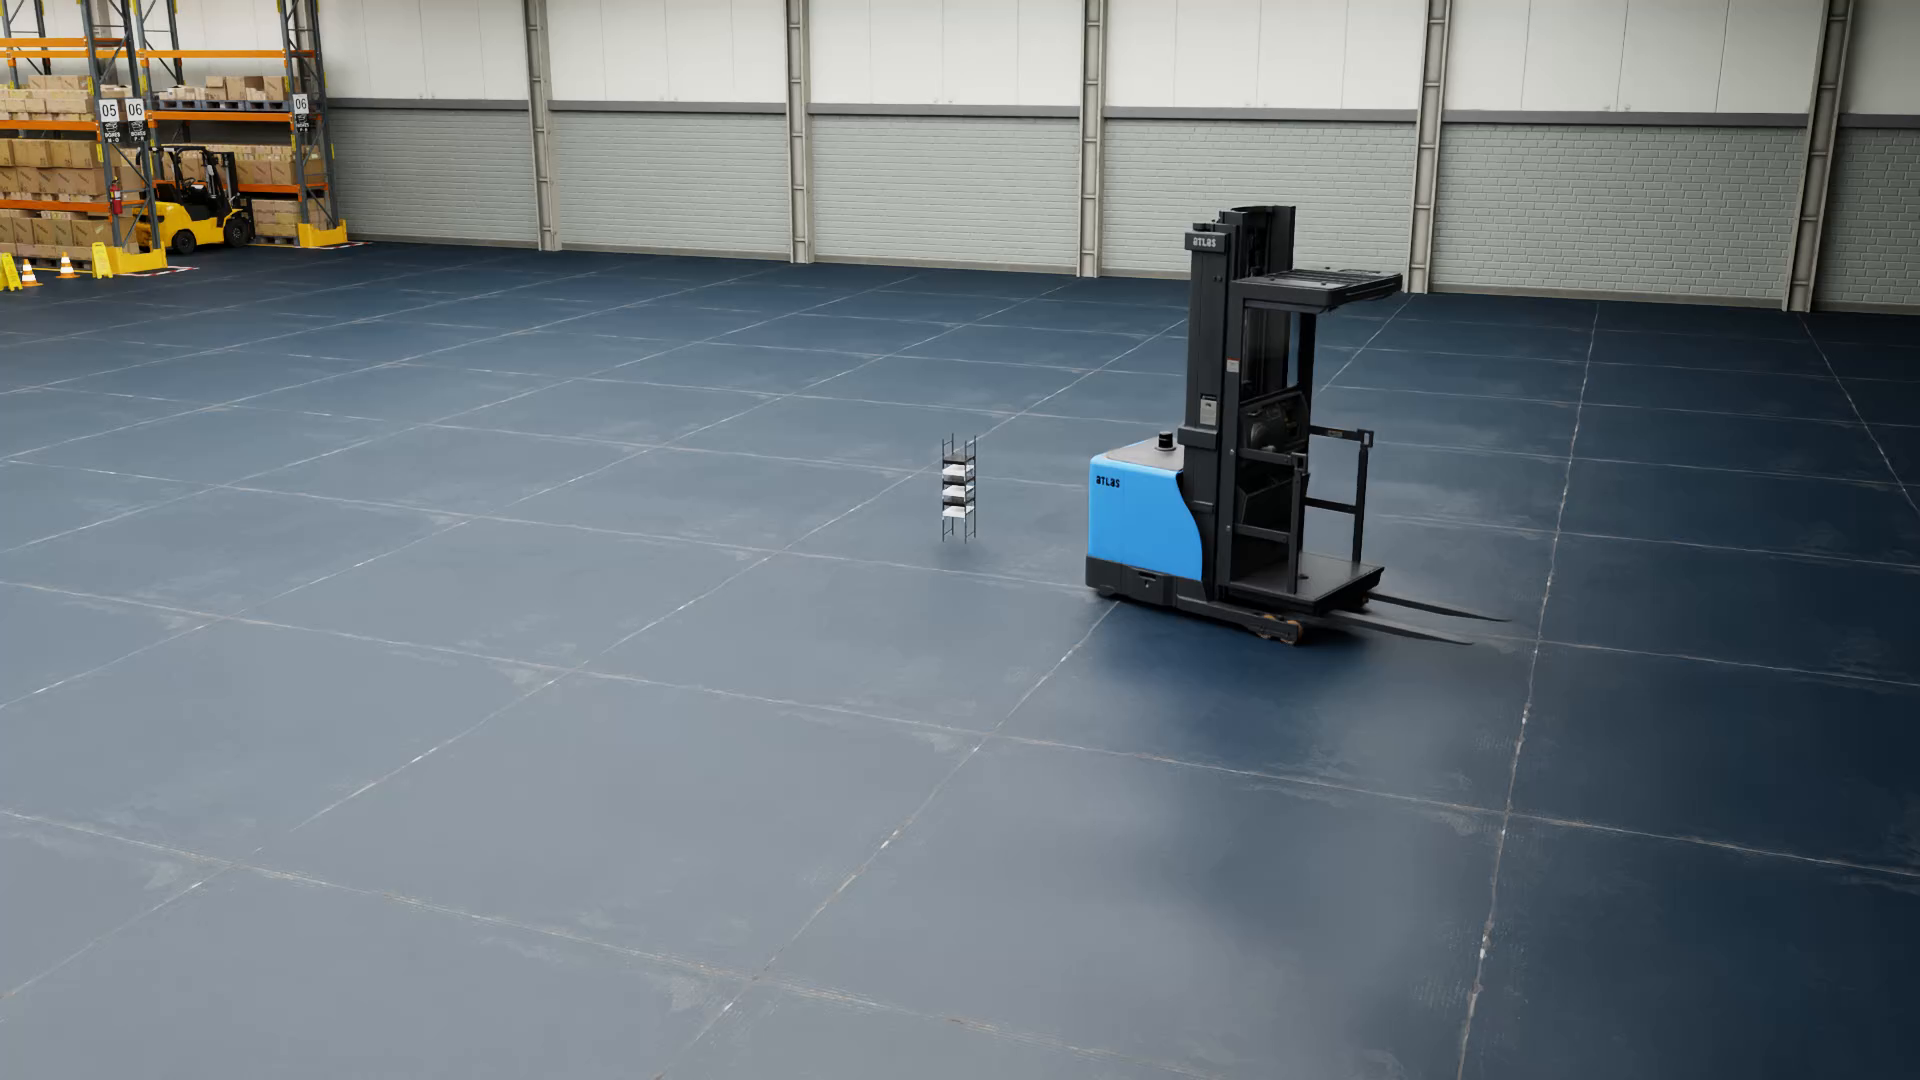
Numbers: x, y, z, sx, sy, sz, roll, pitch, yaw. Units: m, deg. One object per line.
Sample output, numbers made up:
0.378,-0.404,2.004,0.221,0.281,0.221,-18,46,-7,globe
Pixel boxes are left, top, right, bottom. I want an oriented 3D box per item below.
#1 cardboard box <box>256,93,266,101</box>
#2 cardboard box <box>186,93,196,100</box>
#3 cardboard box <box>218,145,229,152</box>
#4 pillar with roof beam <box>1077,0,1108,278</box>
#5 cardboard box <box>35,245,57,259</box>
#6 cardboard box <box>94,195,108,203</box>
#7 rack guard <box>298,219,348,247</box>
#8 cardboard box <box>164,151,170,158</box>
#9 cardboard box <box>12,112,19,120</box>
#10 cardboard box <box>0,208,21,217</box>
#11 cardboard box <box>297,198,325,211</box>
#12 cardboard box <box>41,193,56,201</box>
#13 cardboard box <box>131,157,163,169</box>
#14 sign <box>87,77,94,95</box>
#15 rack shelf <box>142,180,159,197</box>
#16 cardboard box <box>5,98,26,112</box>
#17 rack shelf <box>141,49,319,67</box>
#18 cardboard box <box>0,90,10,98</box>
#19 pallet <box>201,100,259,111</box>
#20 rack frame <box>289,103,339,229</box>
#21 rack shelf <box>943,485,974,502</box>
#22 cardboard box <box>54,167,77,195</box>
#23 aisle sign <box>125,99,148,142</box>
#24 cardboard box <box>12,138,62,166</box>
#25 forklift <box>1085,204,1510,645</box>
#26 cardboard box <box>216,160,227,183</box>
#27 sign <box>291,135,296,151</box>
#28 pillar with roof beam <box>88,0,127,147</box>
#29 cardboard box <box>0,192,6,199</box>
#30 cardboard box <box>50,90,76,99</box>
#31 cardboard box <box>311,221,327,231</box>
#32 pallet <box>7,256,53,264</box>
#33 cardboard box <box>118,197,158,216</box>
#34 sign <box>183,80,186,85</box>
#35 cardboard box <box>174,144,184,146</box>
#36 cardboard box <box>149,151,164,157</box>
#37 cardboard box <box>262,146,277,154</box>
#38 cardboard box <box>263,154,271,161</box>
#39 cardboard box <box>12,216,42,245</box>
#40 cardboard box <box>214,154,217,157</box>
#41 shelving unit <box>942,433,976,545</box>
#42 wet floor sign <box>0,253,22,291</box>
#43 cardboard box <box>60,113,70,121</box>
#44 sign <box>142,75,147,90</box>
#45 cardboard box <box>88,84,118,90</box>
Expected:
-14.883,-9.515,35.707,0.250,0.149,0.380,6,17,19,cardboard box
-16.701,-9.715,36.396,0.250,0.149,0.380,7,18,22,cardboard box
-16.068,-8.610,36.573,0.250,0.149,0.380,6,17,21,cardboard box
0.847,-8.168,26.168,0.400,9.000,9.100,6,17,21,pillar with roof beam
-17.637,-5.653,32.445,0.500,0.250,0.500,6,17,19,cardboard box
-16.245,-6.514,31.682,0.250,0.149,0.380,7,18,22,cardboard box
-13.978,-6.737,36.482,0.348,0.500,1.175,6,17,21,rack guard
-17.522,-8.608,37.100,0.250,0.149,0.380,6,17,20,cardboard box
-17.903,-8.127,31.859,0.250,0.149,0.380,6,17,21,cardboard box
-18.517,-6.403,32.520,0.250,0.149,0.380,7,18,23,cardboard box
-14.378,-7.399,36.666,0.500,0.250,0.500,6,17,20,cardboard box
-17.460,-6.627,32.070,0.250,0.149,0.380,6,17,20,cardboard box
-18.272,-8.501,37.448,0.500,0.250,0.500,6,17,19,cardboard box
-16.041,-8.376,30.676,0.005,0.325,0.100,6,17,21,sign
-19.582,-8.208,38.357,4.000,0.370,1.077,6,17,21,rack shelf
-17.816,-8.300,31.740,0.500,0.250,0.500,6,17,21,cardboard box
-15.861,-10.488,36.167,4.000,0.370,1.077,6,17,21,rack shelf
-18.135,-8.528,31.809,0.250,0.149,0.380,6,17,20,cardboard box
-15.788,-9.541,36.437,1.213,0.211,1.003,6,17,21,pallet
-14.001,-7.940,36.142,0.127,3.000,1.000,6,17,21,rack frame
-0.008,-0.401,14.060,0.200,0.077,0.258,6,17,21,rack shelf
-16.889,-6.879,31.777,0.500,0.500,0.500,6,17,21,cardboard box
-15.647,-7.974,31.599,0.004,0.787,0.394,6,17,21,aisle sign
-17.767,-7.485,32.069,0.500,0.500,0.700,6,17,20,cardboard box
2.420,-0.843,11.821,3.031,2.935,1.130,13,21,38,forklift
-15.983,-8.126,36.606,0.500,0.500,0.500,6,17,21,cardboard box
-14.213,-8.470,35.468,0.005,0.325,0.100,6,17,21,sign
-21.479,-10.623,34.625,0.400,9.000,9.100,6,17,21,pillar with roof beam
-18.635,-6.759,32.526,0.250,0.149,0.380,7,18,22,cardboard box
-16.929,-8.410,31.402,0.250,0.149,0.380,6,17,21,cardboard box
-14.386,-6.922,36.815,0.500,0.250,0.500,6,17,21,cardboard box
-18.902,-5.662,33.300,1.213,0.211,1.003,6,17,21,pallet
-18.930,-7.542,38.278,0.625,0.625,0.875,6,17,20,cardboard box
-17.520,-10.220,37.547,0.005,0.325,0.100,6,17,21,sign
-17.251,-8.743,37.033,0.250,0.149,0.380,7,17,21,cardboard box
-18.121,-8.686,37.369,0.250,0.149,0.380,7,18,23,cardboard box
-14.905,-8.461,36.061,0.250,0.149,0.380,7,17,22,cardboard box
-14.894,-8.323,36.119,0.250,0.149,0.380,7,17,22,cardboard box
-18.106,-6.067,32.525,0.500,0.500,0.500,7,18,24,cardboard box
-16.342,-8.469,36.623,0.250,0.149,0.380,6,17,19,cardboard box
-0.008,-0.433,14.051,0.210,0.900,0.258,6,17,21,shelving unit
-16.787,-4.738,29.336,0.232,0.644,0.267,3,17,11,wet floor sign
-16.731,-7.989,31.382,0.250,0.149,0.380,7,18,22,cardboard box
-17.912,-10.047,36.529,0.005,0.325,0.100,6,17,21,sign
-19.199,-10.086,37.381,0.500,0.311,0.500,6,17,19,cardboard box
